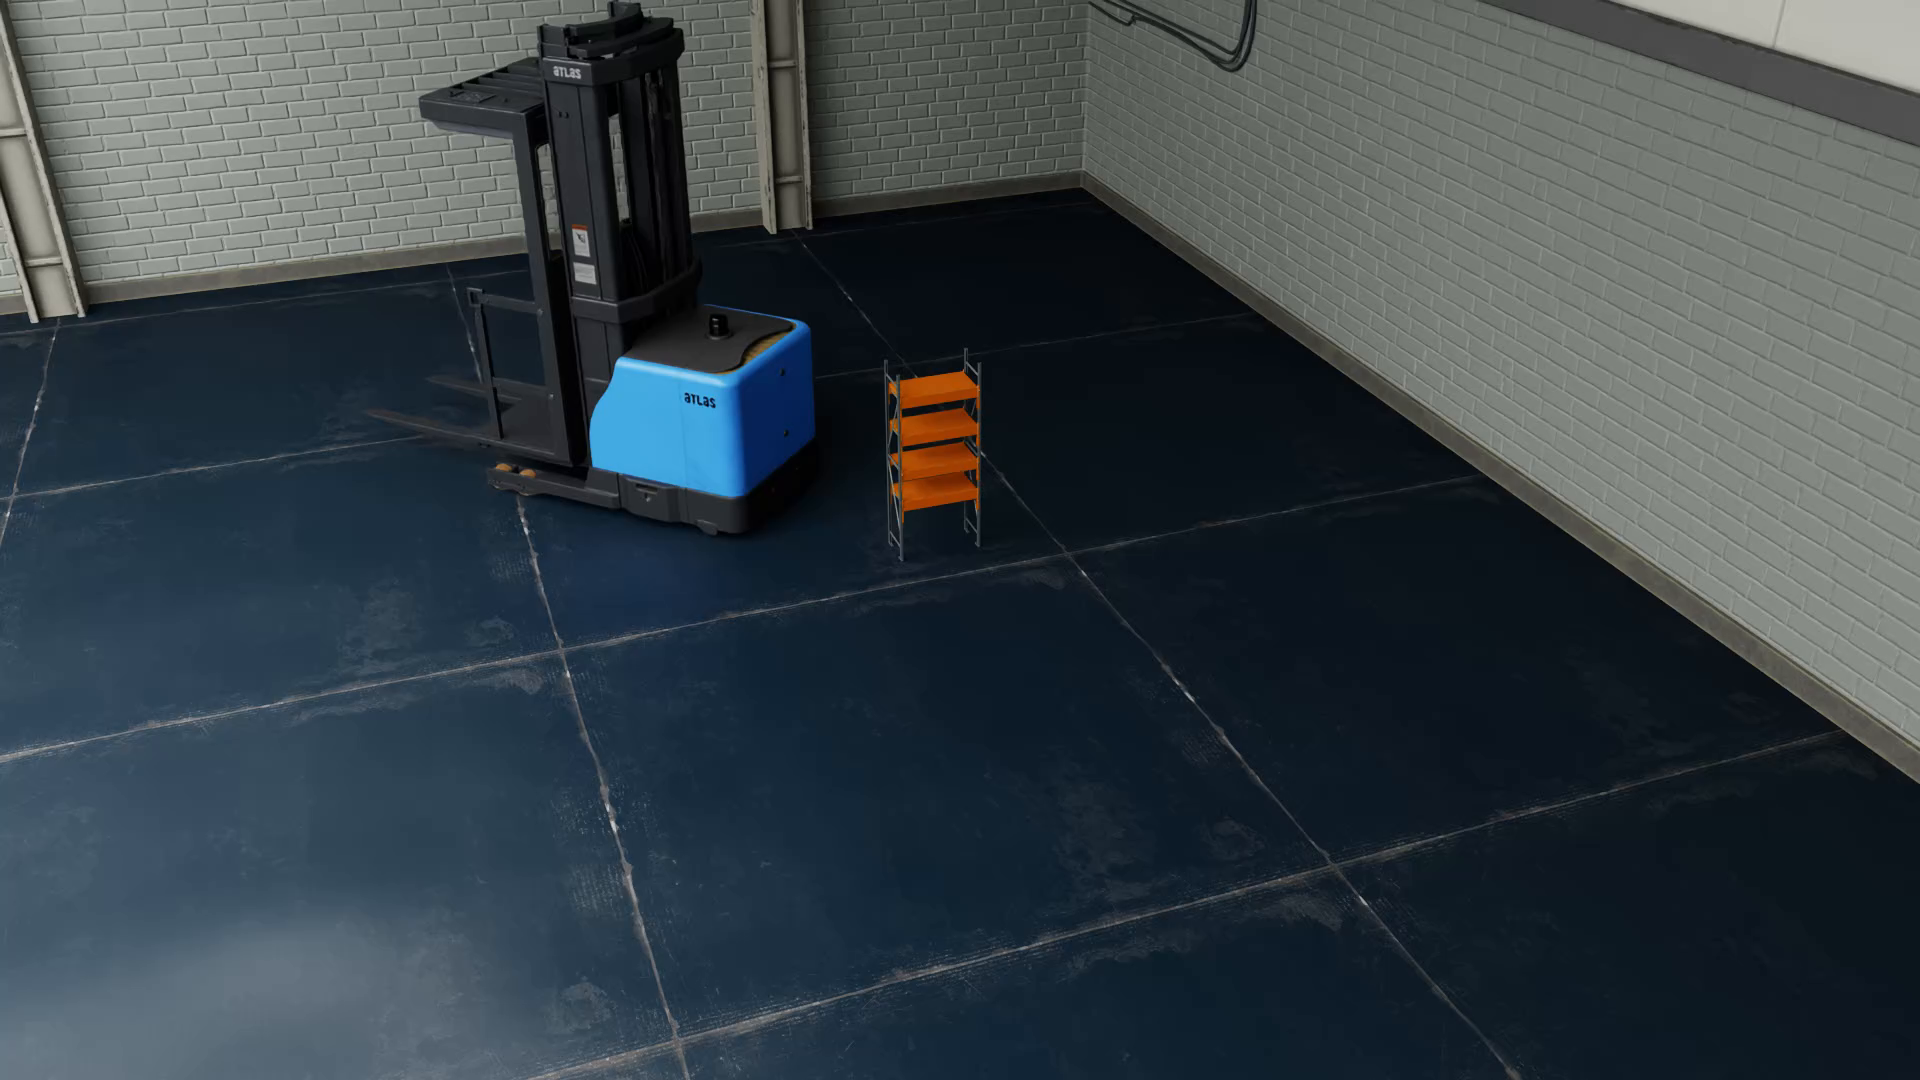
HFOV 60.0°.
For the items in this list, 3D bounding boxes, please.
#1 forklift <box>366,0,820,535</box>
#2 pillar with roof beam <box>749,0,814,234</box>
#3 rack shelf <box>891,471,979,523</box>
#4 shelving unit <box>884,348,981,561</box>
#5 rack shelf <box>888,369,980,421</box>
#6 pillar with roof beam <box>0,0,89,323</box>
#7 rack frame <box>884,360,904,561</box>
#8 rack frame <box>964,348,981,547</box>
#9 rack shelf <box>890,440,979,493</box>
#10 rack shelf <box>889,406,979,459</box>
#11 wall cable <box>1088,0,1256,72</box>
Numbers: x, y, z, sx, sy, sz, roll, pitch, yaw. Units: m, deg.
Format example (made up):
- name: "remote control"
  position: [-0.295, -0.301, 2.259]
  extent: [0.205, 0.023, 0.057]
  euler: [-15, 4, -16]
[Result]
- name: "forklift"
  position: [-2.471, -1.777, 10.258]
  extent: [3.031, 2.935, 1.130]
  euler: [13, 32, 21]
- name: "pillar with roof beam"
  position: [-0.062, -4.762, 9.369]
  extent: [0.400, 9.000, 9.100]
  euler: [-10, 31, -18]
- name: "rack shelf"
  position: [-0.155, -0.262, 9.885]
  extent: [0.480, 0.148, 0.258]
  euler: [-10, 31, -18]
- name: "shelving unit"
  position: [-0.155, -0.493, 9.753]
  extent: [0.503, 1.200, 0.258]
  euler: [-10, 31, -18]
- name: "rack shelf"
  position: [-0.155, -0.834, 9.559]
  extent: [0.480, 0.148, 0.258]
  euler: [-10, 31, -18]
- name: "pillar with roof beam"
  position: [-5.686, -3.727, 7.551]
  extent: [0.400, 9.000, 9.100]
  euler: [-10, 31, -18]
- name: "rack frame"
  position: [-0.384, -0.451, 9.679]
  extent: [0.015, 1.200, 0.240]
  euler: [-10, 31, -18]
- name: "rack frame"
  position: [0.074, -0.535, 9.827]
  extent: [0.015, 1.200, 0.240]
  euler: [-10, 31, -18]
- name: "rack shelf"
  position: [-0.155, -0.434, 9.787]
  extent: [0.480, 0.148, 0.258]
  euler: [-10, 31, -18]
- name: "rack shelf"
  position: [-0.155, -0.629, 9.676]
  extent: [0.480, 0.148, 0.258]
  euler: [-10, 31, -18]
- name: "wall cable"
  position: [1.659, -5.306, 13.459]
  extent: [0.112, 2.526, 3.097]
  euler: [-10, 31, -18]
